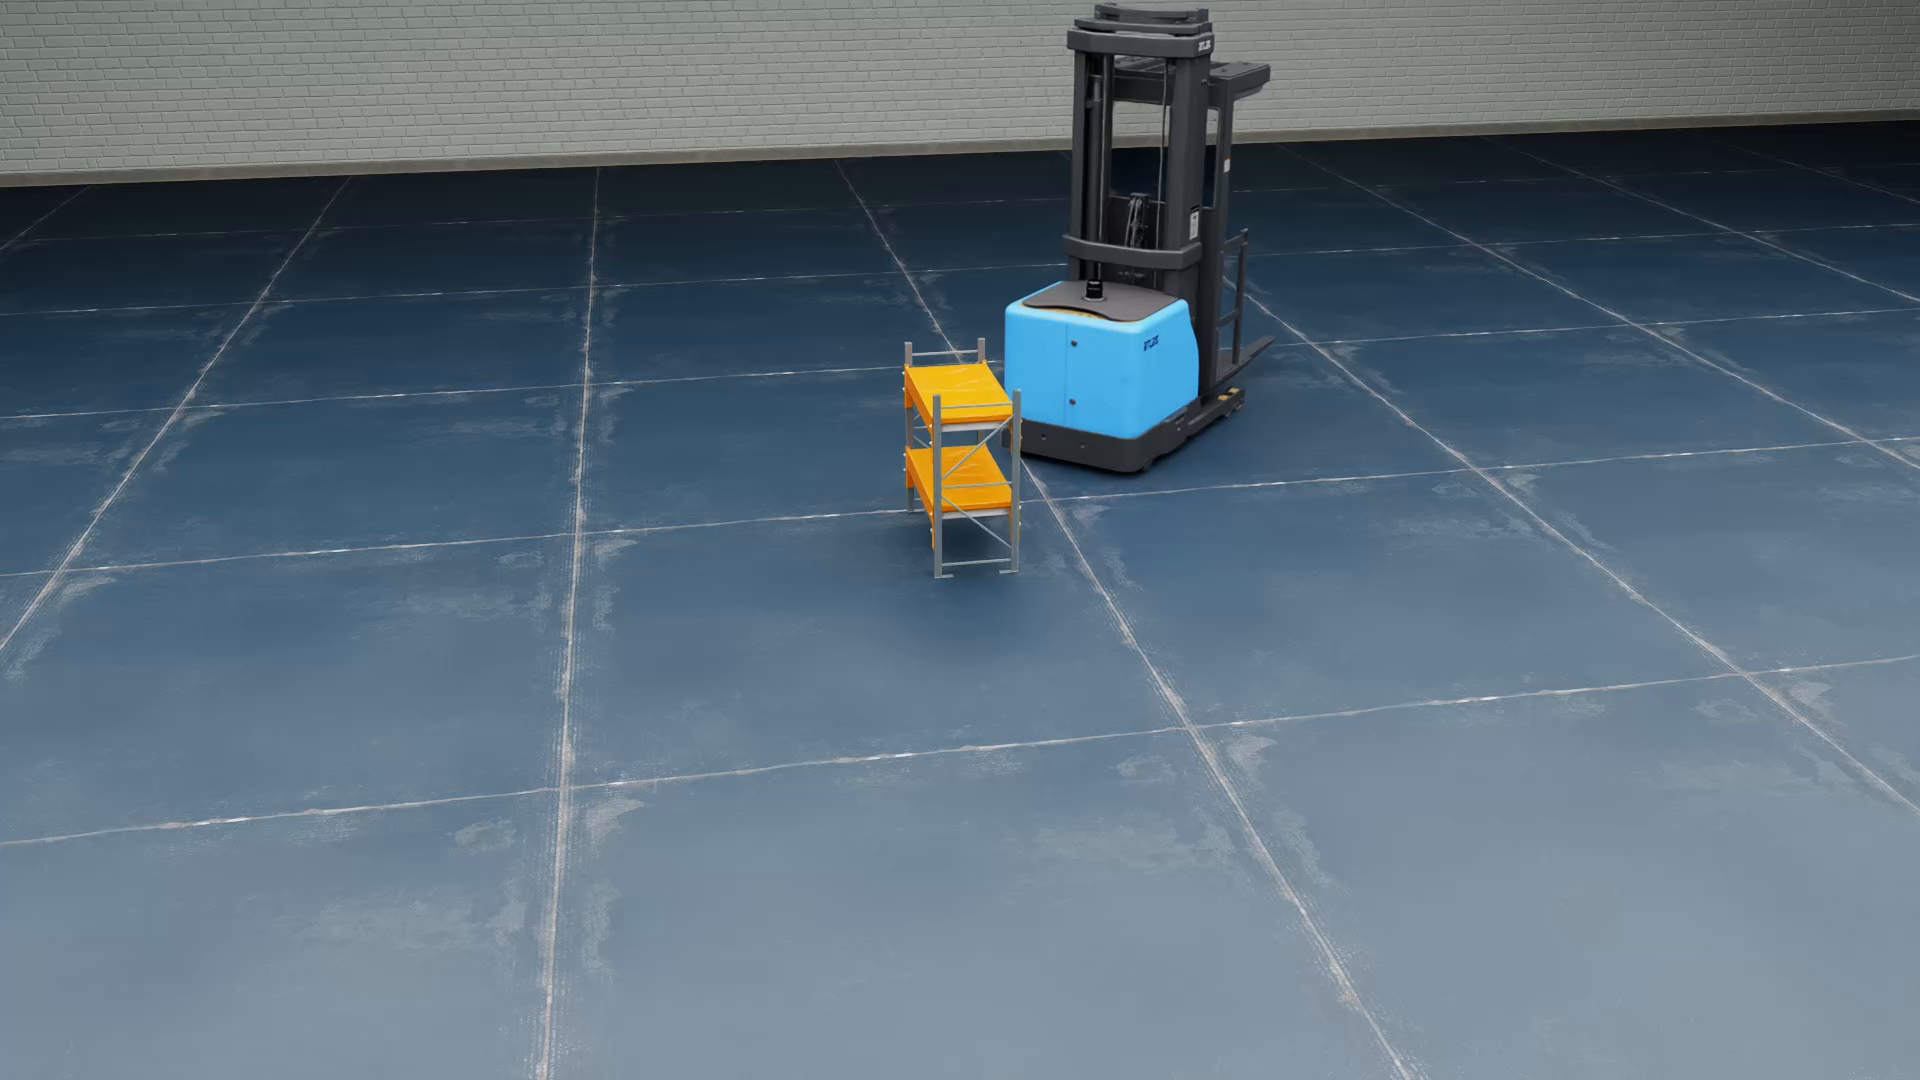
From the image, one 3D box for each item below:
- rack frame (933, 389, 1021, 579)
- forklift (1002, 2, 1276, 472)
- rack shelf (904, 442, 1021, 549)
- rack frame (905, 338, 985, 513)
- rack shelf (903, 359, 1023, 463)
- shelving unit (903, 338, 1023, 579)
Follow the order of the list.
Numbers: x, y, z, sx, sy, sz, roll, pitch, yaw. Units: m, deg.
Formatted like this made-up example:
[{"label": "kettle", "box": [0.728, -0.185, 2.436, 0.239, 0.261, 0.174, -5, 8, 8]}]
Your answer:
[{"label": "rack frame", "box": [0.095, -0.313, 9.561, 0.500, 1.125, 0.032, -4, 24, -10]}, {"label": "forklift", "box": [1.486, -2.339, 11.943, 1.130, 2.935, 3.031, 14, 27, 28]}, {"label": "rack shelf", "box": [0.001, -0.289, 10.117, 0.538, 0.278, 1.000, -4, 24, -10]}, {"label": "rack frame", "box": [-0.093, -0.713, 10.477, 0.500, 1.125, 0.032, -4, 24, -10]}, {"label": "rack shelf", "box": [0.001, -0.781, 9.902, 0.538, 0.278, 1.000, -4, 24, -10]}, {"label": "shelving unit", "box": [0.001, -0.513, 10.019, 0.538, 1.125, 1.048, -4, 24, -10]}]
